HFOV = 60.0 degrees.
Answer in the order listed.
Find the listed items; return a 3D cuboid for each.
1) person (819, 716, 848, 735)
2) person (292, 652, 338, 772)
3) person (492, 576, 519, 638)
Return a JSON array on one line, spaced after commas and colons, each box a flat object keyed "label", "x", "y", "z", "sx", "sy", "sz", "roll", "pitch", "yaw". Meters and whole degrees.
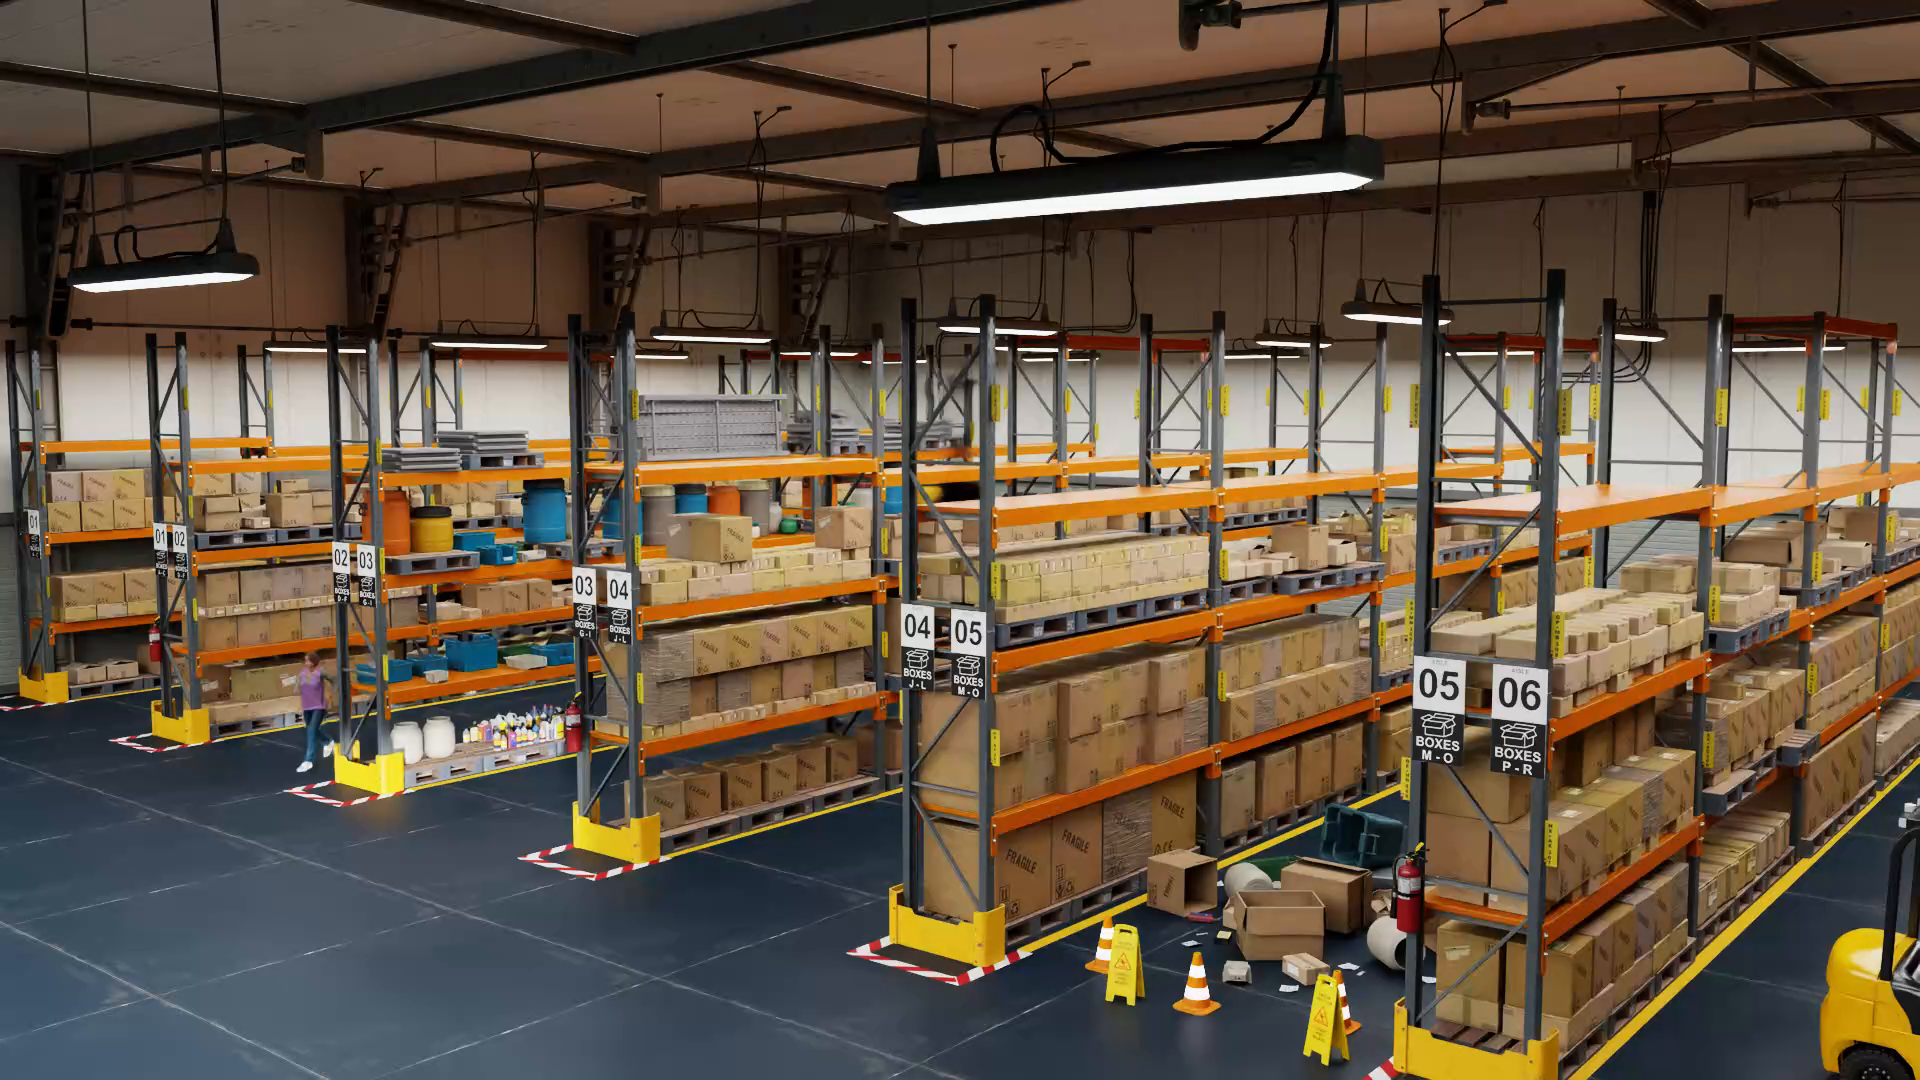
[{"label": "person", "x": -1.789, "y": 2.166, "z": 23.790, "sx": 0.714, "sy": 1.733, "sz": 0.791, "roll": 3, "pitch": 6, "yaw": 34}, {"label": "person", "x": -8.815, "y": 2.312, "z": 22.717, "sx": 0.537, "sy": 1.572, "sz": 0.851, "roll": 1, "pitch": 5, "yaw": 12}, {"label": "person", "x": -8.862, "y": 1.402, "z": 32.372, "sx": 0.581, "sy": 1.737, "sz": 0.851, "roll": 2, "pitch": 6, "yaw": 21}]
